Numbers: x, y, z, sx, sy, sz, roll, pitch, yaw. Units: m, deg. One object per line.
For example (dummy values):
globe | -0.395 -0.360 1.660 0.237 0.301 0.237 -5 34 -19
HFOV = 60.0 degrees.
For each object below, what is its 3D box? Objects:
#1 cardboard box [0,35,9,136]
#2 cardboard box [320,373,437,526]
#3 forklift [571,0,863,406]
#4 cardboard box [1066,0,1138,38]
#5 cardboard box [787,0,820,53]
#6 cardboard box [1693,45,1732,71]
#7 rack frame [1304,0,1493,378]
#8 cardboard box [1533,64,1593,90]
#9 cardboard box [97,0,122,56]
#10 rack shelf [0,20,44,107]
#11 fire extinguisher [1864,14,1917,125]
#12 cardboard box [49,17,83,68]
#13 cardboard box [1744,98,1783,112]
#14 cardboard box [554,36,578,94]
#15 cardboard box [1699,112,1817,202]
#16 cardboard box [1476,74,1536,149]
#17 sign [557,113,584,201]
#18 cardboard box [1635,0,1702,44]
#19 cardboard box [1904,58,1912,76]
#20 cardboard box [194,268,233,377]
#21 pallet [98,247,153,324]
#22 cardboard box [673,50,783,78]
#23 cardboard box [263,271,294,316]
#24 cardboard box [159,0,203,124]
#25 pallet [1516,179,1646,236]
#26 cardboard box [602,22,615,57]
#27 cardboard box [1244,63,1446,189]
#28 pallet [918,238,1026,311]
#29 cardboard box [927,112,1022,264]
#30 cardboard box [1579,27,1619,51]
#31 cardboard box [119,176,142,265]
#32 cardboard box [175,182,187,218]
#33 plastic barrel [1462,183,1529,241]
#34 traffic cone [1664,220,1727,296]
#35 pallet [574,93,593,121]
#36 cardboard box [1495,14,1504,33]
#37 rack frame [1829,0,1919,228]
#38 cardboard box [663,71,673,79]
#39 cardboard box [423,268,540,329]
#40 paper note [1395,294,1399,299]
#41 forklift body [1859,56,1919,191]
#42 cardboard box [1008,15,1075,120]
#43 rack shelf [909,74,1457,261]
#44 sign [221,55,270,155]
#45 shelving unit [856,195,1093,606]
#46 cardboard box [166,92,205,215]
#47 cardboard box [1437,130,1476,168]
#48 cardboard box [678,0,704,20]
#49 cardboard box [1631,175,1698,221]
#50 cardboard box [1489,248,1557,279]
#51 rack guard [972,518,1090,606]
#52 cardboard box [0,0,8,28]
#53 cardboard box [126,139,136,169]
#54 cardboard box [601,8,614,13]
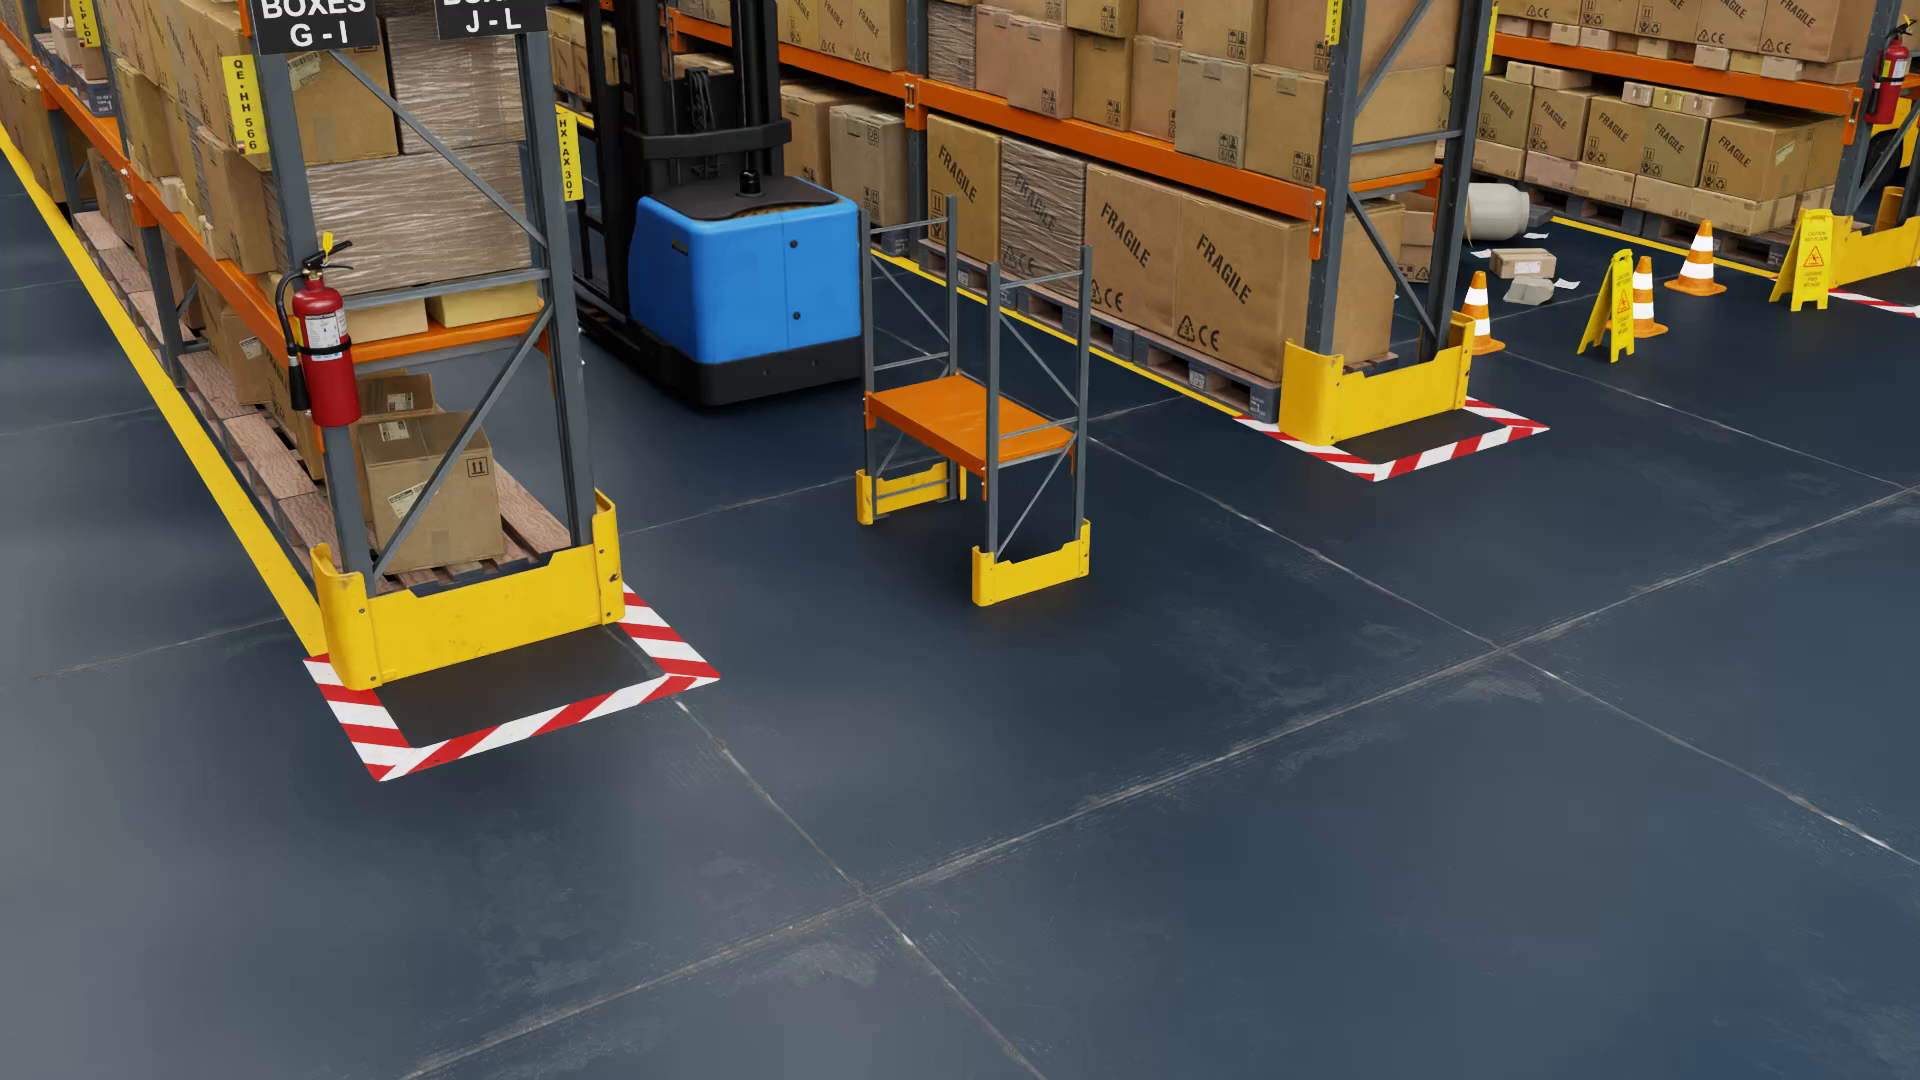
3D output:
cardboard box | -8.125 -4.223 15.180 1.225 0.875 0.875 -15 29 -29
cardboard box | -2.622 -0.419 7.560 0.500 0.500 0.500 -8 26 -16
forklift | -1.753 -2.647 9.924 1.130 2.935 3.031 -15 29 -29
cardboard box | 1.133 -3.311 9.809 0.875 0.550 0.500 -16 29 -30
cardboard box | -0.974 -4.008 12.609 0.500 0.500 0.500 -15 29 -29
cardboard box | 5.460 -3.453 11.845 0.380 0.149 0.250 -15 29 -29
rack frame | 2.270 -2.046 8.571 1.000 3.000 0.127 -16 29 -30
cardboard box | 4.724 -3.634 13.025 0.380 0.149 0.250 -14 29 -27
cardboard box | -4.091 -2.769 8.465 0.500 0.500 0.500 -16 29 -30
rack shelf | -7.400 -4.178 13.929 1.077 0.370 4.000 -16 29 -30
fire extinguisher | 6.039 -3.053 10.793 0.296 0.674 0.183 -16 29 -30
cardboard box | -5.586 -3.257 10.819 0.500 0.250 0.500 -16 30 -31
cardboard box | 5.851 -3.069 12.588 0.500 0.500 0.500 -17 30 -31
cardboard box | -3.809 -4.883 17.016 0.500 0.500 0.500 -14 29 -27
cardboard box | 5.707 -2.747 11.907 0.500 0.500 0.500 -15 29 -29
cardboard box | 4.577 -3.490 13.479 0.500 0.500 0.500 -14 29 -28
sign | -1.486 -1.445 6.282 0.100 0.325 0.005 -16 29 -30
cardboard box | 5.296 -3.906 12.044 0.500 0.500 0.500 -16 29 -30
cardboard box | 6.351 -3.292 11.504 0.380 0.149 0.250 -15 29 -29
cardboard box | -3.939 -1.264 9.351 0.500 0.500 0.500 -17 30 -31
pallet | -5.220 -1.811 11.339 1.003 0.211 1.213 -16 29 -30
cardboard box | -1.840 -3.841 14.517 1.050 0.750 0.750 -16 30 -30
cardboard box | -2.585 -1.034 6.720 0.380 0.149 0.250 -16 29 -30
cardboard box | -2.996 -2.054 6.951 0.500 0.500 0.500 -16 29 -30
pallet | 5.245 -2.737 13.300 1.003 0.211 1.213 -16 29 -30
cardboard box | -3.239 -4.853 16.075 0.500 0.250 0.500 -15 29 -28
cardboard box | 2.030 -2.236 8.798 0.875 0.550 0.550 -16 29 -30
pallet | 0.436 -1.926 11.582 1.003 0.211 1.213 -16 29 -30
cardboard box | 0.371 -2.465 11.454 0.875 0.875 0.875 -15 29 -29
cardboard box | 4.934 -3.822 12.627 0.380 0.149 0.250 -16 29 -30
cardboard box | -5.296 -2.225 11.362 0.700 0.500 0.500 -13 28 -25
cardboard box | -3.556 -1.655 8.037 0.380 0.149 0.250 -16 29 -30
plastic barrel | 3.967 -2.457 12.459 0.512 0.421 0.421 3 25 6
traffic cone | 5.047 -1.942 11.322 0.336 0.463 0.334 -16 29 -30
pallet | -3.184 -4.362 16.744 1.003 0.211 1.213 -16 29 -30
cardboard box | 4.434 -4.199 13.426 0.380 0.149 0.250 -16 29 -30
rack frame | 6.363 -3.236 11.091 1.000 3.000 0.127 -16 29 -30
cardboard box | -2.675 -4.142 15.446 0.500 0.500 0.500 -16 29 -30
cardboard box | -1.896 -0.970 6.586 0.380 0.149 0.250 -16 29 -30
paper note | 2.860 -1.644 11.200 0.144 0.017 0.142 -6 26 -12
forklift body | 7.956 -4.263 14.262 2.313 2.155 1.214 -16 29 -30
cardboard box | 0.814 -3.004 10.423 0.875 0.550 0.550 -16 29 -30
rack shelf | 1.179 -2.436 10.240 1.077 0.370 4.000 -16 29 -30
sign | -2.416 -1.471 5.625 0.100 0.325 0.005 -16 29 -30
shelving unit | 0.042 -0.651 7.372 0.587 1.500 1.083 -16 29 -30
cardboard box | -3.091 -1.831 7.649 0.875 0.500 0.500 -16 29 -30
cardboard box | 4.275 -3.339 14.039 0.500 0.250 0.500 -17 30 -32
cardboard box | -2.078 -4.729 14.137 0.500 0.500 0.500 -15 29 -29
cardboard box | 5.420 -2.596 12.464 0.500 0.250 0.500 -15 29 -29
cardboard box | 3.955 -1.945 11.695 0.380 0.149 0.250 -1 25 -3
rack guard | 0.313 0.092 7.262 0.587 0.250 0.087 -16 29 -30
cardboard box | -7.615 -4.499 13.649 0.500 0.500 0.500 -15 29 -29
cardboard box | -4.259 -2.097 8.972 0.380 0.149 0.250 -16 29 -30
cardboard box | -3.393 -5.343 17.111 0.500 0.250 0.500 -14 29 -27
